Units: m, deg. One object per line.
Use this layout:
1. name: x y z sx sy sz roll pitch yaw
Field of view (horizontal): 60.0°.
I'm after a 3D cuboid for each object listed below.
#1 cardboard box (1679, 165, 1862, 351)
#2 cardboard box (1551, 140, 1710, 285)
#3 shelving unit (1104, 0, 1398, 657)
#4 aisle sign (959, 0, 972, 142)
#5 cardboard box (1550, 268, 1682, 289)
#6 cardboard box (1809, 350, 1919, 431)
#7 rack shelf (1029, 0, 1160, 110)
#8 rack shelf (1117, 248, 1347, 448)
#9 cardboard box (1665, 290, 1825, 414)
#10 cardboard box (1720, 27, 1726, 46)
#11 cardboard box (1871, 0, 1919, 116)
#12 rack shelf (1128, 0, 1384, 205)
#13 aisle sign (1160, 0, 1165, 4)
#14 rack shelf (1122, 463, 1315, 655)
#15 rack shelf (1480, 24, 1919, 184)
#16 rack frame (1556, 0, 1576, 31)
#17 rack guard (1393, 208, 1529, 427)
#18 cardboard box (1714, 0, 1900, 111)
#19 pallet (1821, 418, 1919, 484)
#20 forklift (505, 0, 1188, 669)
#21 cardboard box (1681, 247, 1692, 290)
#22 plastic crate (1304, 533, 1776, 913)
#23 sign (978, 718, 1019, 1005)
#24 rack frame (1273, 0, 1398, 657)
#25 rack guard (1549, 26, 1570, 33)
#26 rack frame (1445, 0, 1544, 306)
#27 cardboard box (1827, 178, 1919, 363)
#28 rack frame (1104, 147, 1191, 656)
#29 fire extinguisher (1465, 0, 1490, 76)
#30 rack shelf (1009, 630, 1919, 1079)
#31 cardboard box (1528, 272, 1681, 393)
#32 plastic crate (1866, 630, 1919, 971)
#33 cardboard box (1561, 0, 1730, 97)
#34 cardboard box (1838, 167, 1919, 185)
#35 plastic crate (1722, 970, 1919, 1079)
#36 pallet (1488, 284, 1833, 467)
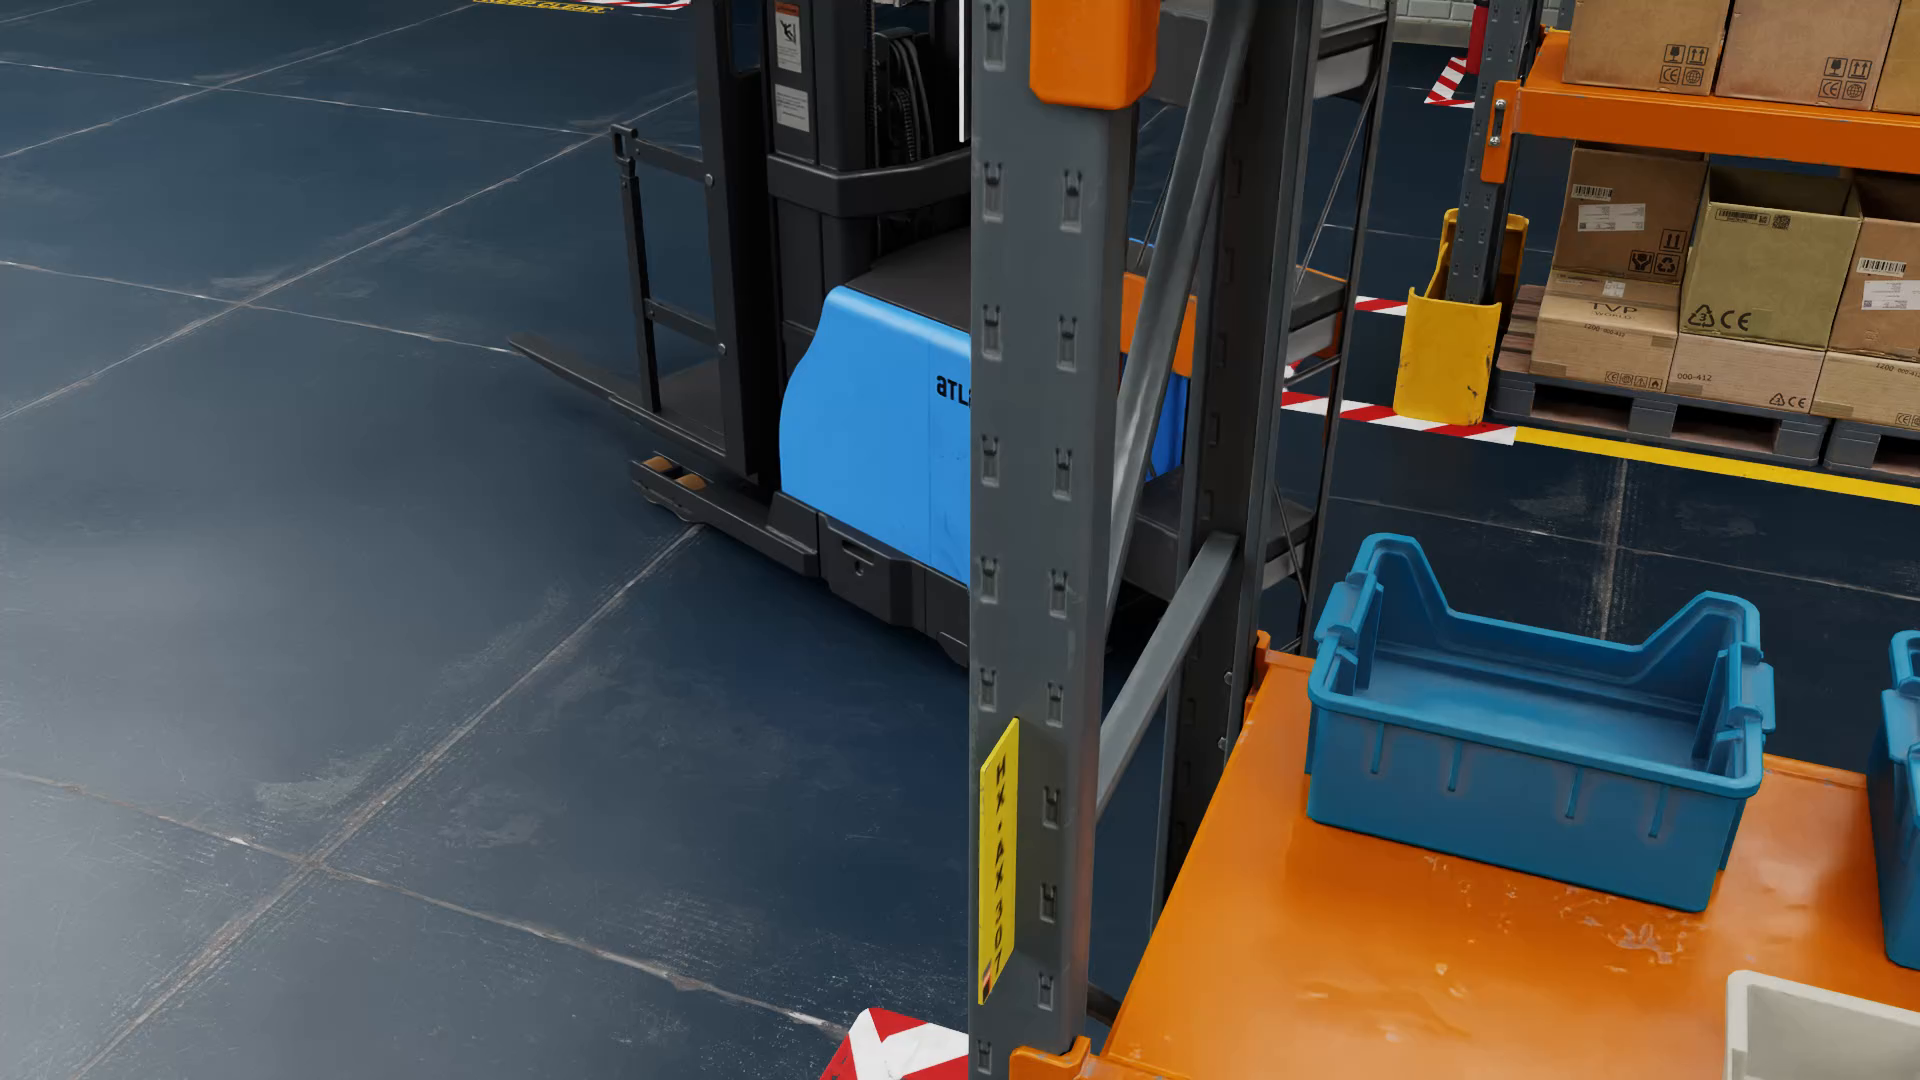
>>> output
1. cardboard box: 2.995 -1.056 6.176 0.500 0.500 0.500 11 31 19
2. cardboard box: 2.727 -1.385 6.757 0.500 0.500 0.500 11 31 19
3. shelving unit: 0.729 -0.517 4.521 0.431 2.100 0.503 -26 39 -37
4. aisle sign: 0.075 -0.790 1.457 0.004 0.787 0.394 11 31 19
5. cardboard box: 2.726 -1.057 6.940 0.500 0.250 0.500 11 31 19
6. cardboard box: 3.459 -0.638 6.197 0.500 0.250 0.500 11 31 19
7. rack shelf: 2.105 -0.401 1.094 4.000 0.370 1.077 11 31 19
8. rack shelf: 0.728 -0.505 4.528 0.431 0.518 0.480 -26 39 -37
9. cardboard box: 2.996 -0.730 6.362 0.500 0.250 0.500 11 31 19
10. cardboard box: 4.584 -3.147 10.556 0.500 0.311 0.500 8 30 13
11. cardboard box: 3.492 -1.798 5.781 0.500 0.500 0.700 12 31 19
12. rack shelf: 0.737 -1.110 4.176 0.431 0.518 0.480 -26 39 -37
13. aisle sign: 0.297 -1.059 1.933 0.004 0.787 0.394 11 31 19
14. rack shelf: 0.720 0.100 4.880 0.431 0.518 0.480 -26 39 -37
15. rack shelf: 3.971 -1.353 5.826 4.000 0.370 1.077 11 31 19
16. rack frame: 3.977 -4.295 10.301 0.127 3.000 1.000 11 31 19
17. rack guard: 2.096 -0.952 6.927 0.348 0.500 1.175 11 31 19
18. cardboard box: 3.034 -1.892 5.948 0.500 0.500 0.700 12 32 20
19. pallet: 3.969 -0.473 6.373 1.213 0.211 1.003 11 31 19
20. forklift: -0.541 -1.500 5.424 3.031 2.935 1.130 26 39 38
21. cardboard box: 3.194 -0.970 6.786 0.500 0.250 0.500 11 31 19
22. plastic crate: 0.828 0.243 2.423 0.616 0.251 0.499 11 31 19
23. sign: 0.041 0.351 1.799 0.005 0.325 0.100 11 31 19
24. rack frame: 0.898 -0.427 4.371 0.400 2.100 0.015 -26 39 -37
25. rack guard: 4.047 -3.193 10.891 0.348 0.500 1.175 11 31 19
26. rack frame: 2.118 -2.036 6.304 0.127 3.000 1.000 11 31 19
27. cardboard box: 3.463 -0.969 6.022 0.500 0.500 0.500 11 31 19
28. rack frame: 0.559 -0.607 4.672 0.400 2.100 0.015 -26 39 -37
29. fire extinguisher: 2.183 -2.236 6.736 0.183 0.674 0.296 11 31 19
30. rack shelf: 2.105 0.905 1.832 4.000 0.370 1.077 11 31 19
31. cardboard box: 2.531 -0.821 6.522 0.500 0.250 0.500 11 31 19
32. plastic crate: 1.428 0.365 2.206 0.408 0.251 0.499 11 31 19
33. cardboard box: 2.546 -1.987 6.116 0.500 0.500 0.700 11 31 19
34. cardboard box: 3.659 -1.207 6.442 0.500 0.500 0.500 11 31 19
35. plastic crate: 0.960 0.649 1.822 0.250 0.136 0.298 11 31 19
36. pallet: 2.842 -0.700 6.774 1.213 0.211 1.003 11 31 19
